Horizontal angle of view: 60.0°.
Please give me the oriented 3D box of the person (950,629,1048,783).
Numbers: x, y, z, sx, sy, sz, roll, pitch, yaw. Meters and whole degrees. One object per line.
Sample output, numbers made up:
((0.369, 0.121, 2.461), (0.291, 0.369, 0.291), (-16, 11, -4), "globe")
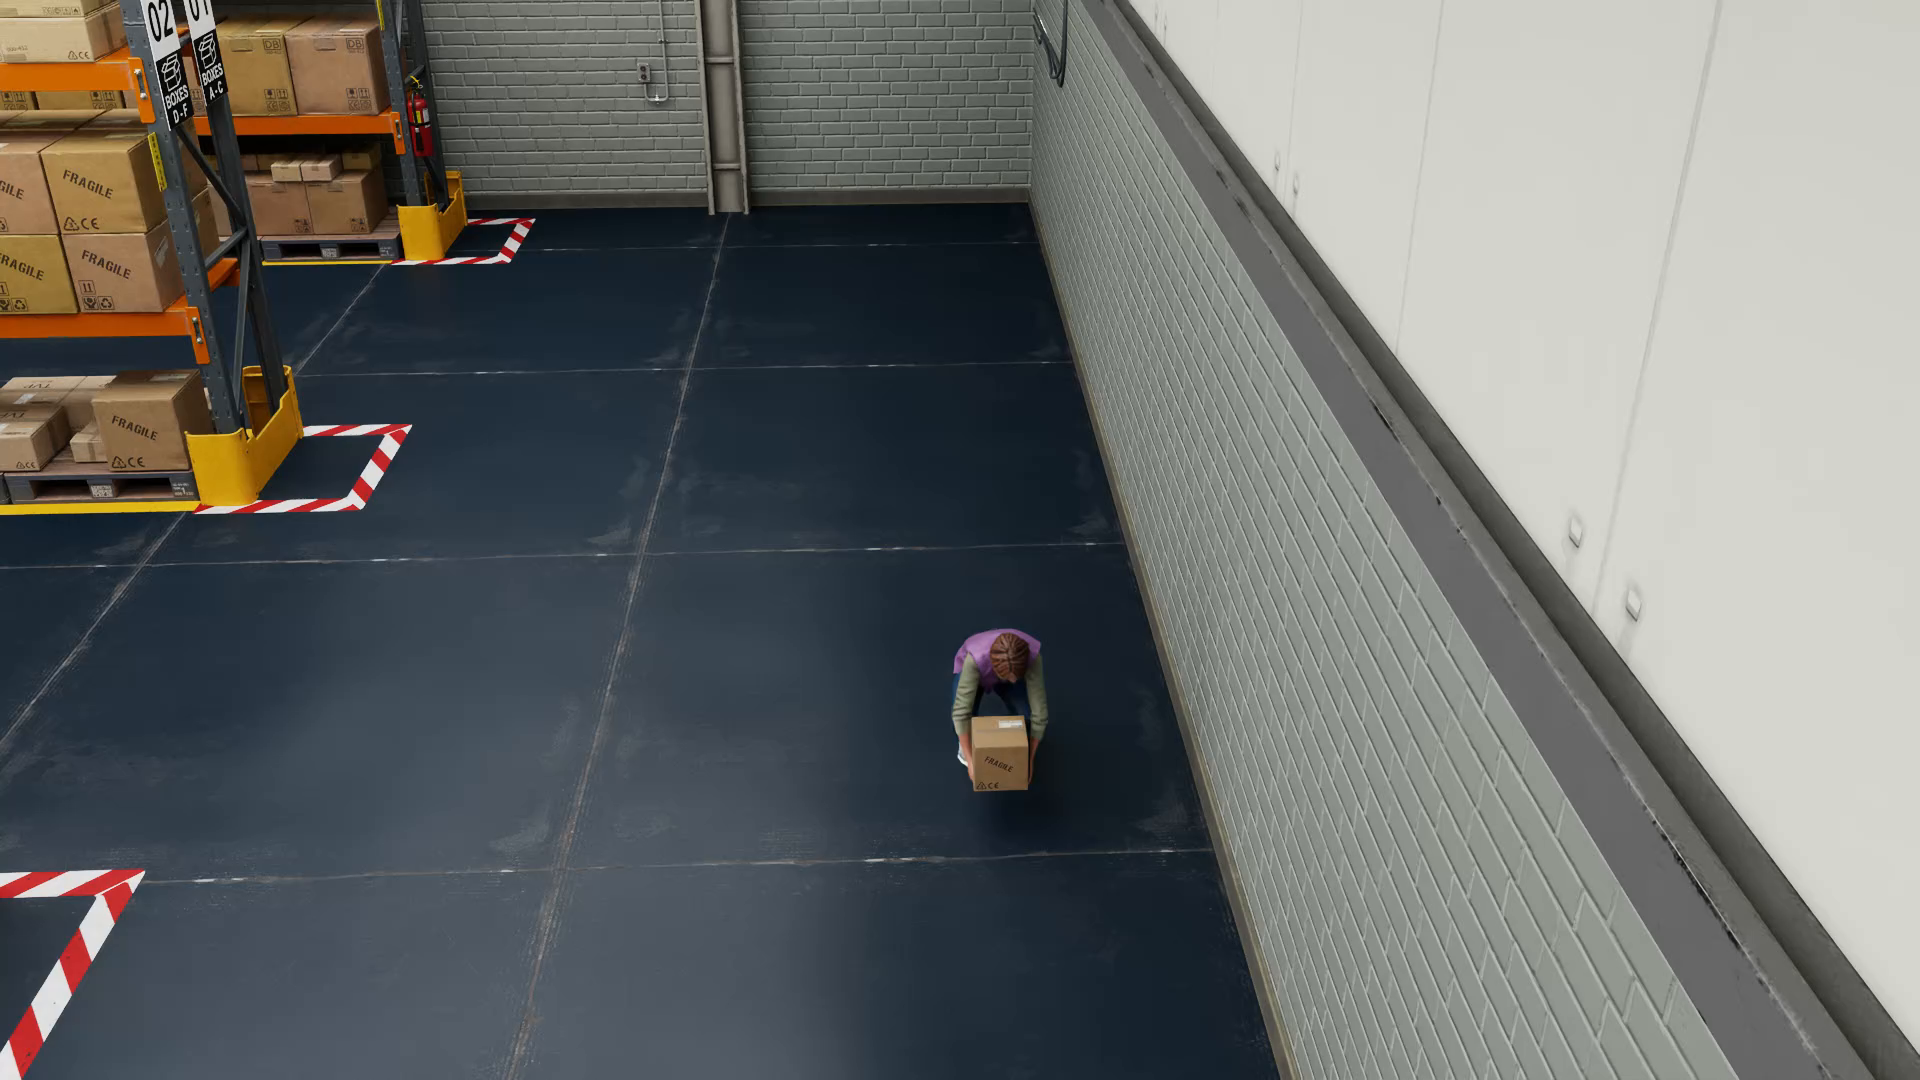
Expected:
((0.181, 0.739, 8.017), (0.454, 0.873, 0.813), (-1, 28, -3), "person")
